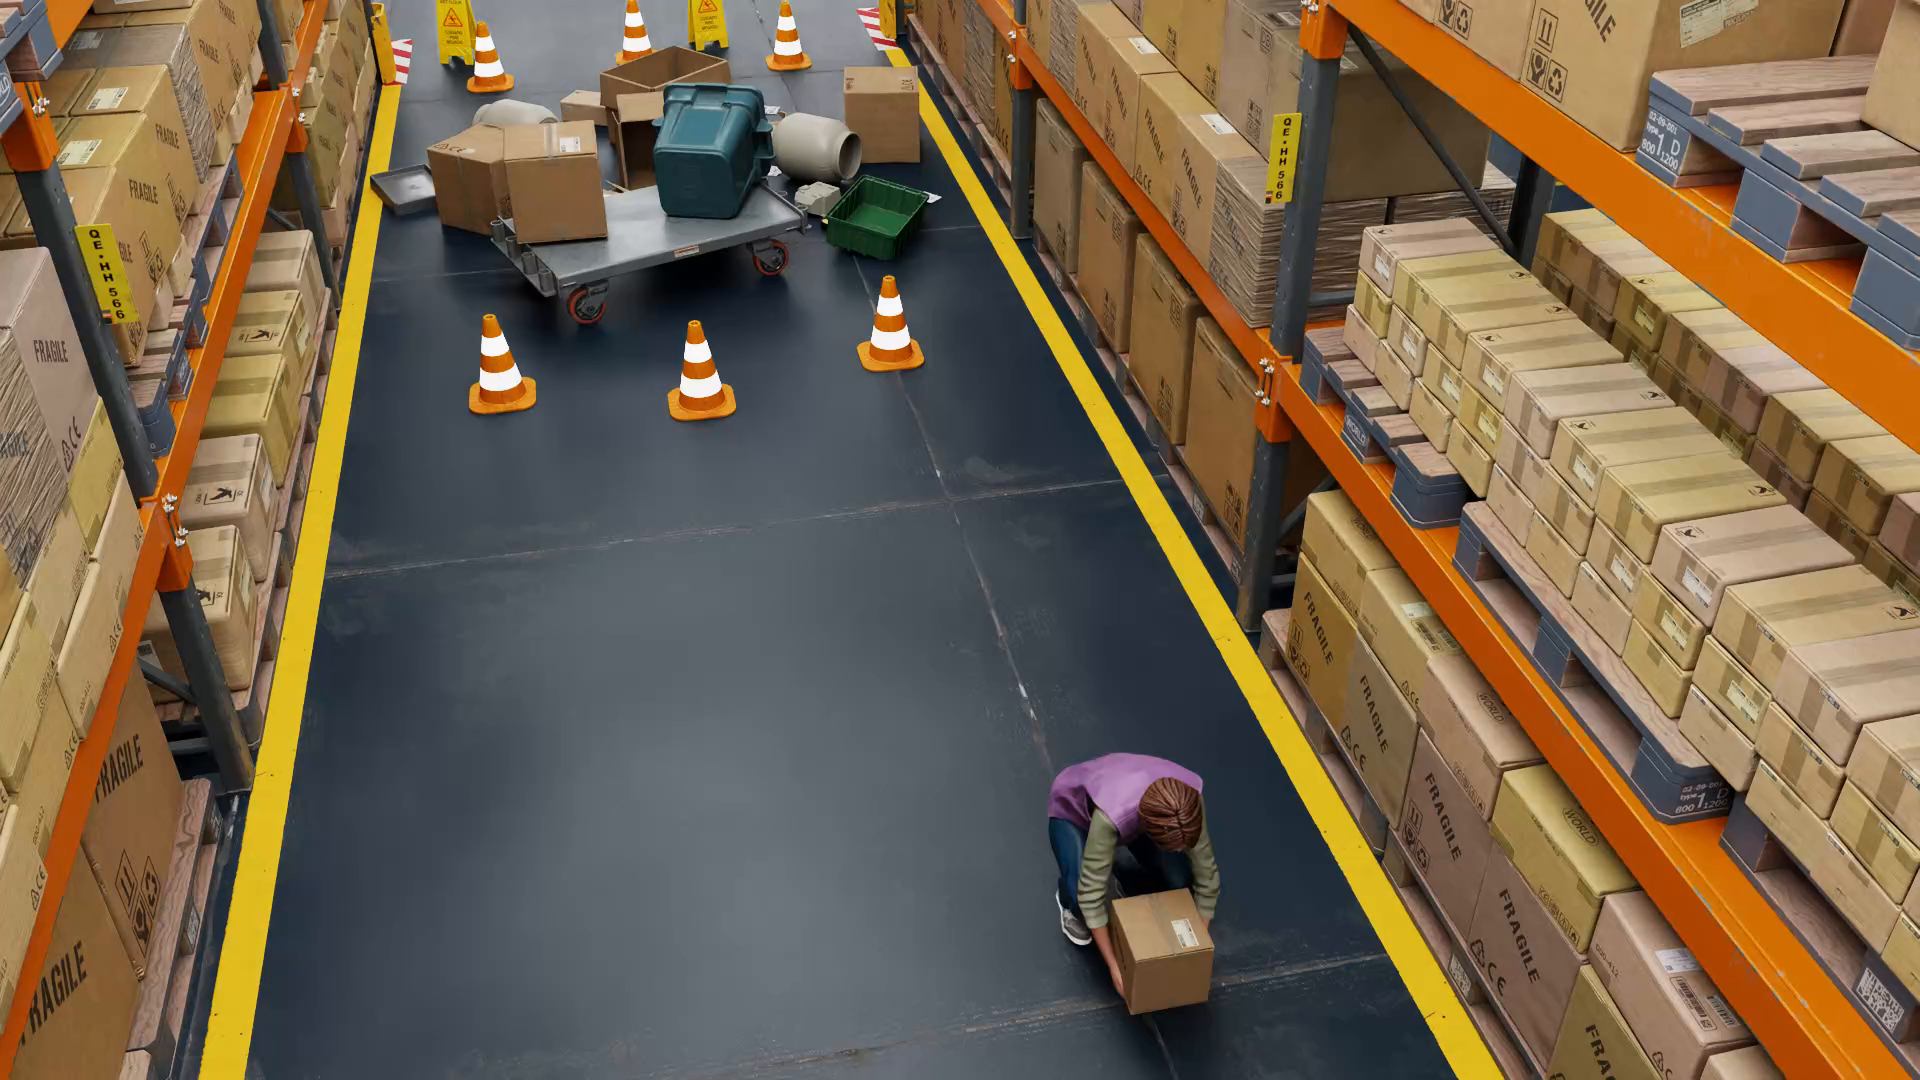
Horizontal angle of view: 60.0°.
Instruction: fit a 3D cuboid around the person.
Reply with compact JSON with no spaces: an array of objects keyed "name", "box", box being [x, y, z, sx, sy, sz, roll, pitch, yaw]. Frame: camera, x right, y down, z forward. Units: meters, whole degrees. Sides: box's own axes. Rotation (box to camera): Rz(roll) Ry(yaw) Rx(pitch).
[{"name":"person","box":[0.550,0.988,5.359,0.460,0.888,0.810,-8,36,-11]}]
